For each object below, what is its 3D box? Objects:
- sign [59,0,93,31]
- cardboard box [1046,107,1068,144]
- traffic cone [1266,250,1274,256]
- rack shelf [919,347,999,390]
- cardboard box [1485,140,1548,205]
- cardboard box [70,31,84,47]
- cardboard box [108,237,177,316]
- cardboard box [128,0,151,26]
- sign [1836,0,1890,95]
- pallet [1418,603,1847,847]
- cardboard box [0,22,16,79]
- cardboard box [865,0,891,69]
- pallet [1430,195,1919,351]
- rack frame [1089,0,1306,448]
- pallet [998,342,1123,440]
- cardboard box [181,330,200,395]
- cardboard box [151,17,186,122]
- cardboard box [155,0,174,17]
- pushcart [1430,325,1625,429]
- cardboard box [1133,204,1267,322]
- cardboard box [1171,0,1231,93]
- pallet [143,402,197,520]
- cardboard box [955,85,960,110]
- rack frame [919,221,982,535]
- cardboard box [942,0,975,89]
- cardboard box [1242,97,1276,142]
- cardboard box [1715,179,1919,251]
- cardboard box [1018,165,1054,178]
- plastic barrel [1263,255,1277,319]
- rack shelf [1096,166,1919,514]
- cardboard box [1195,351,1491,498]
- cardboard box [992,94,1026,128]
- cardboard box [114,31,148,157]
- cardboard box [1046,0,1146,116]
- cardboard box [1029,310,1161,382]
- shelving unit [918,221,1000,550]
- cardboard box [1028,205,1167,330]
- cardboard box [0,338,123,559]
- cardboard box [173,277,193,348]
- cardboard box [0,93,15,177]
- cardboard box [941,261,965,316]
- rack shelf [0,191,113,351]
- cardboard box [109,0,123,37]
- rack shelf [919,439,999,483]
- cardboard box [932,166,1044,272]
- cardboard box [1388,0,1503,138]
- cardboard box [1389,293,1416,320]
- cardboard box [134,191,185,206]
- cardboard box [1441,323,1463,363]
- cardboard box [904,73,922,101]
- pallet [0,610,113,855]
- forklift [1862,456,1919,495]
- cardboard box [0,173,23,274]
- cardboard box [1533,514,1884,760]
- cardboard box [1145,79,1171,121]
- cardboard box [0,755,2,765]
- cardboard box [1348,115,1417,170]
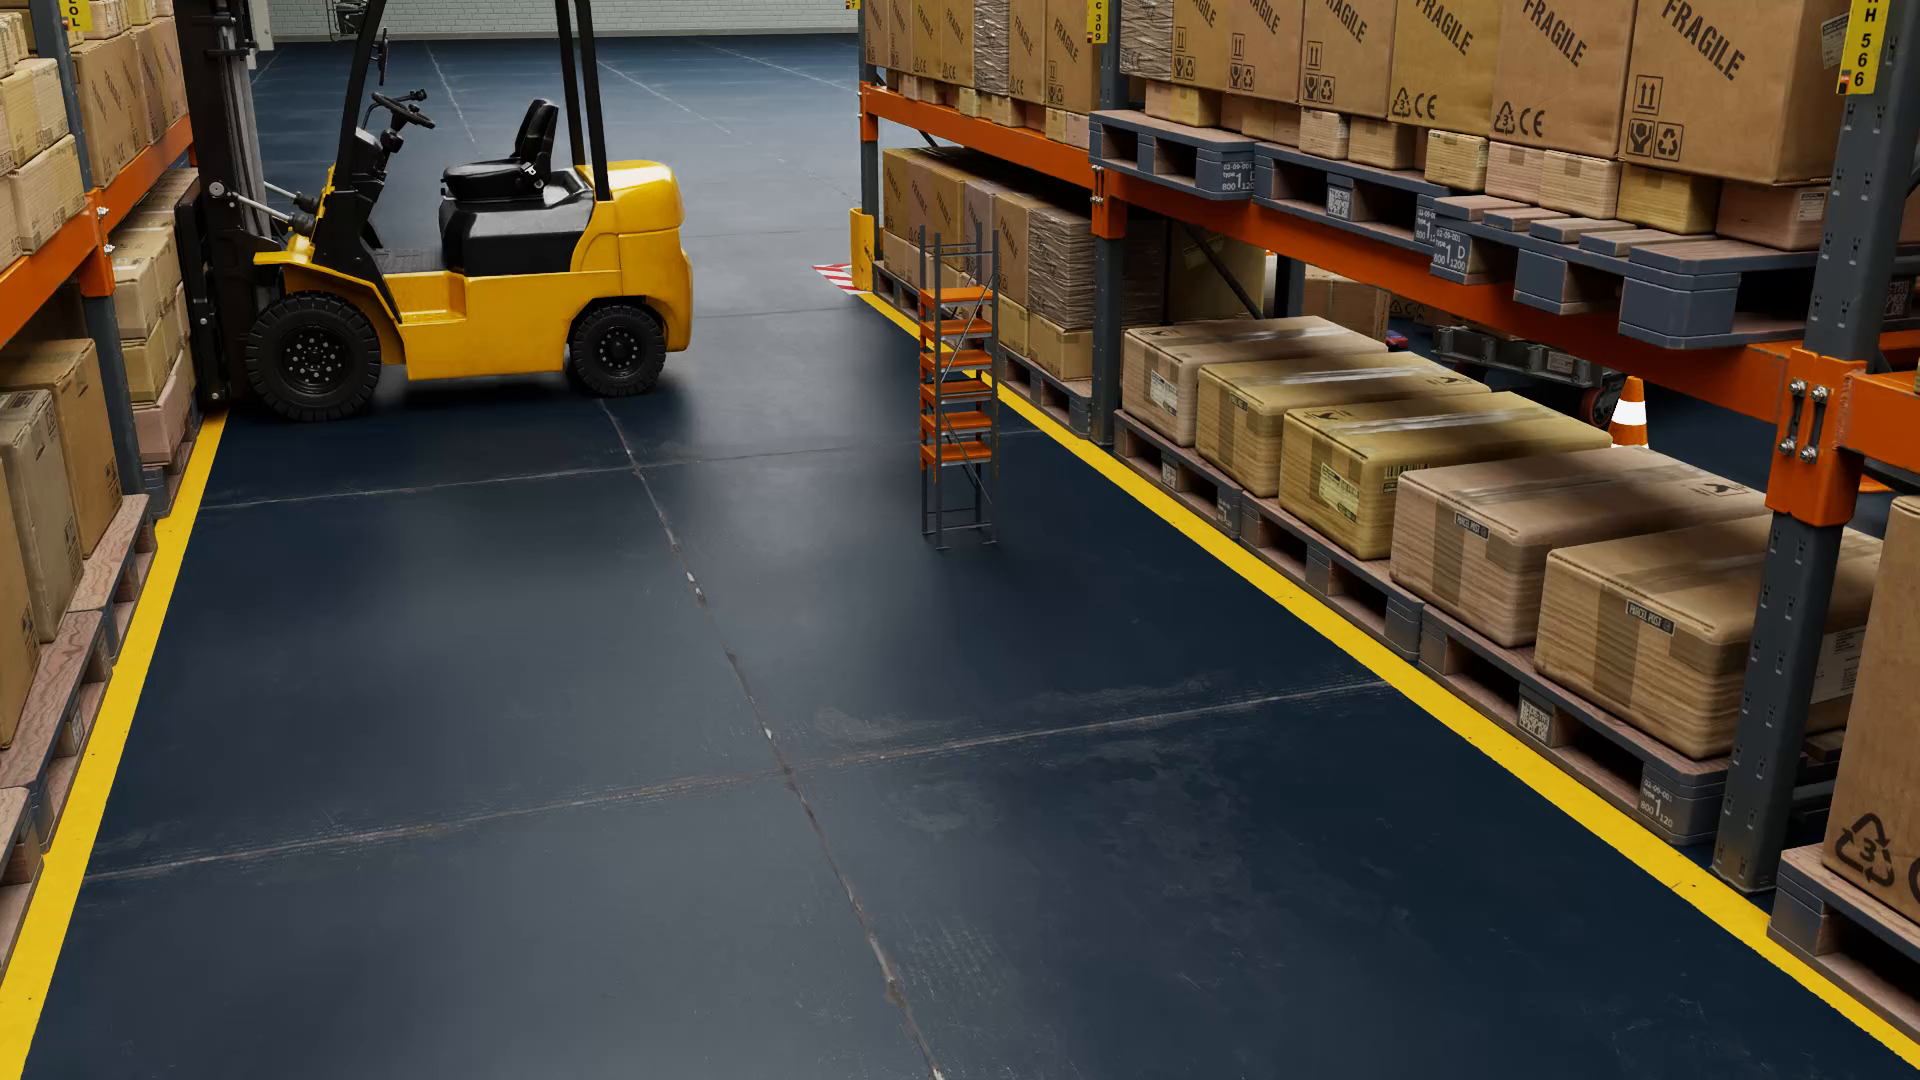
[{"bbox_3d":[-3.105,-1.945,5.798,0.100,0.325,0.005,-6,21,-17],"label":"sign"},{"bbox_3d":[0.619,-1.937,7.743,0.380,0.149,0.250,-6,21,-16],"label":"cardboard box"},{"bbox_3d":[2.143,-2.221,11.915,0.336,0.463,0.334,-6,21,-17],"label":"traffic cone"},{"bbox_3d":[-0.005,-0.640,6.201,0.258,0.103,0.180,-6,21,-17],"label":"rack shelf"},{"bbox_3d":[1.678,-1.017,4.561,0.380,0.149,0.250,-7,21,-20],"label":"cardboard box"},{"bbox_3d":[-3.550,-1.942,6.278,0.380,0.149,0.250,-6,21,-16],"label":"cardboard box"},{"bbox_3d":[-3.622,-1.104,7.021,0.500,0.250,0.500,-6,21,-17],"label":"cardboard box"},{"bbox_3d":[-4.073,-2.522,7.893,0.380,0.149,0.250,-6,21,-17],"label":"cardboard box"},{"bbox_3d":[1.839,-1.068,3.358,0.100,0.325,0.005,-6,21,-17],"label":"sign"},{"bbox_3d":[2.107,0.440,4.879,1.003,0.211,1.213,-6,21,-17],"label":"pallet"},{"bbox_3d":[-2.965,-1.407,4.790,0.380,0.149,0.250,-7,21,-19],"label":"cardboard box"},{"bbox_3d":[-0.278,-3.194,10.284,0.500,0.500,0.500,-7,21,-18],"label":"cardboard box"},{"bbox_3d":[2.026,-0.748,4.347,1.213,0.211,1.003,-6,21,-17],"label":"pallet"},{"bbox_3d":[1.094,-1.905,7.283,1.000,3.000,0.127,-6,21,-17],"label":"rack frame"},{"bbox_3d":[0.849,-0.804,8.344,1.003,0.211,1.213,-6,21,-17],"label":"pallet"},{"bbox_3d":[-3.805,-0.795,7.639,0.500,0.250,0.500,-6,21,-16],"label":"cardboard box"},{"bbox_3d":[-4.316,-2.410,8.540,0.500,0.500,0.500,-6,21,-15],"label":"cardboard box"},{"bbox_3d":[-4.391,-2.852,8.812,0.380,0.149,0.250,-6,21,-16],"label":"cardboard box"},{"bbox_3d":[3.243,-0.929,8.445,1.648,0.377,0.936,-15,25,-36],"label":"pushcart"},{"bbox_3d":[1.165,-1.380,8.157,0.500,0.500,0.500,-5,20,-15],"label":"cardboard box"},{"bbox_3d":[1.127,-1.948,6.194,0.500,0.500,0.500,-6,21,-17],"label":"cardboard box"},{"bbox_3d":[-3.827,-0.324,7.005,1.003,0.211,1.213,-6,21,-17],"label":"pallet"},{"bbox_3d":[0.190,-2.434,9.128,0.380,0.149,0.250,-7,21,-19],"label":"cardboard box"},{"bbox_3d":[-0.033,-0.599,6.308,0.240,1.200,0.006,-6,21,-17],"label":"rack frame"},{"bbox_3d":[0.217,-2.703,8.915,0.500,0.500,0.500,-7,21,-18],"label":"cardboard box"},{"bbox_3d":[1.241,-1.523,5.969,0.380,0.149,0.250,-6,21,-16],"label":"cardboard box"},{"bbox_3d":[2.025,-0.781,3.904,0.380,0.149,0.250,-6,21,-15],"label":"cardboard box"},{"bbox_3d":[0.655,-1.886,9.567,0.500,0.500,0.500,-7,21,-18],"label":"cardboard box"},{"bbox_3d":[1.923,-1.474,9.894,0.512,0.421,0.421,8,21,20],"label":"plastic barrel"},{"bbox_3d":[1.722,-0.925,5.618,1.077,0.370,4.000,-6,21,-17],"label":"rack shelf"},{"bbox_3d":[1.490,-0.468,6.547,0.950,0.372,0.625,-5,20,-14],"label":"cardboard box"},{"bbox_3d":[0.381,-2.183,8.429,0.380,0.149,0.250,-7,21,-18],"label":"cardboard box"},{"bbox_3d":[-3.848,-1.921,7.180,0.500,0.500,0.500,-7,21,-18],"label":"cardboard box"},{"bbox_3d":[0.718,-2.208,7.539,0.500,0.500,0.500,-7,21,-19],"label":"cardboard box"},{"bbox_3d":[0.653,-0.970,8.125,0.500,0.250,0.500,-5,20,-15],"label":"cardboard box"},{"bbox_3d":[-0.005,-0.569,6.227,0.258,1.200,0.189,-6,21,-17],"label":"shelving unit"},{"bbox_3d":[0.653,-1.323,7.999,0.500,0.500,0.500,-7,21,-18],"label":"cardboard box"},{"bbox_3d":[-3.442,-0.290,5.679,0.875,0.625,0.625,-5,20,-15],"label":"cardboard box"},{"bbox_3d":[-3.783,-1.027,7.546,0.500,0.250,0.500,-7,21,-18],"label":"cardboard box"},{"bbox_3d":[-2.896,-1.082,4.473,0.500,0.250,0.500,-6,21,-16],"label":"cardboard box"},{"bbox_3d":[0.164,-1.466,9.506,0.500,0.250,0.500,-5,20,-14],"label":"cardboard box"},{"bbox_3d":[-2.988,-0.396,4.146,1.077,0.370,4.000,-6,21,-17],"label":"rack shelf"},{"bbox_3d":[-3.747,-2.194,6.980,0.380,0.149,0.250,-7,21,-18],"label":"cardboard box"},{"bbox_3d":[-0.005,-0.302,6.323,0.258,0.103,0.180,-6,21,-17],"label":"rack shelf"},{"bbox_3d":[0.154,-1.820,9.384,0.500,0.500,0.500,-6,21,-16],"label":"cardboard box"},{"bbox_3d":[1.612,-1.449,4.804,0.500,0.500,0.500,-8,21,-21],"label":"cardboard box"},{"bbox_3d":[2.792,-1.719,10.458,0.637,0.503,0.797,12,23,30],"label":"cardboard box"},{"bbox_3d":[-4.099,-1.595,8.388,0.500,0.250,0.500,-6,21,-17],"label":"cardboard box"},{"bbox_3d":[2.875,-1.108,9.108,0.396,0.266,0.258,12,23,30],"label":"cardboard box"},{"bbox_3d":[-0.118,-2.680,9.812,0.380,0.149,0.250,-6,21,-16],"label":"cardboard box"},{"bbox_3d":[-2.961,0.560,4.544,1.003,0.211,1.213,-6,21,-17],"label":"pallet"},{"bbox_3d":[4.210,-1.087,5.106,1.130,2.935,3.031,-5,20,-13],"label":"forklift"},{"bbox_3d":[-2.920,-0.849,4.563,0.500,0.250,0.500,-6,21,-17],"label":"cardboard box"},{"bbox_3d":[2.183,0.235,4.590,0.950,0.372,0.625,-8,21,-21],"label":"cardboard box"},{"bbox_3d":[0.968,-1.773,6.667,0.380,0.149,0.250,-6,21,-16],"label":"cardboard box"},{"bbox_3d":[-2.756,0.417,3.711,0.875,0.625,0.625,-6,21,-15],"label":"cardboard box"},{"bbox_3d":[1.463,-1.270,5.265,0.380,0.149,0.250,-7,21,-19],"label":"cardboard box"}]
